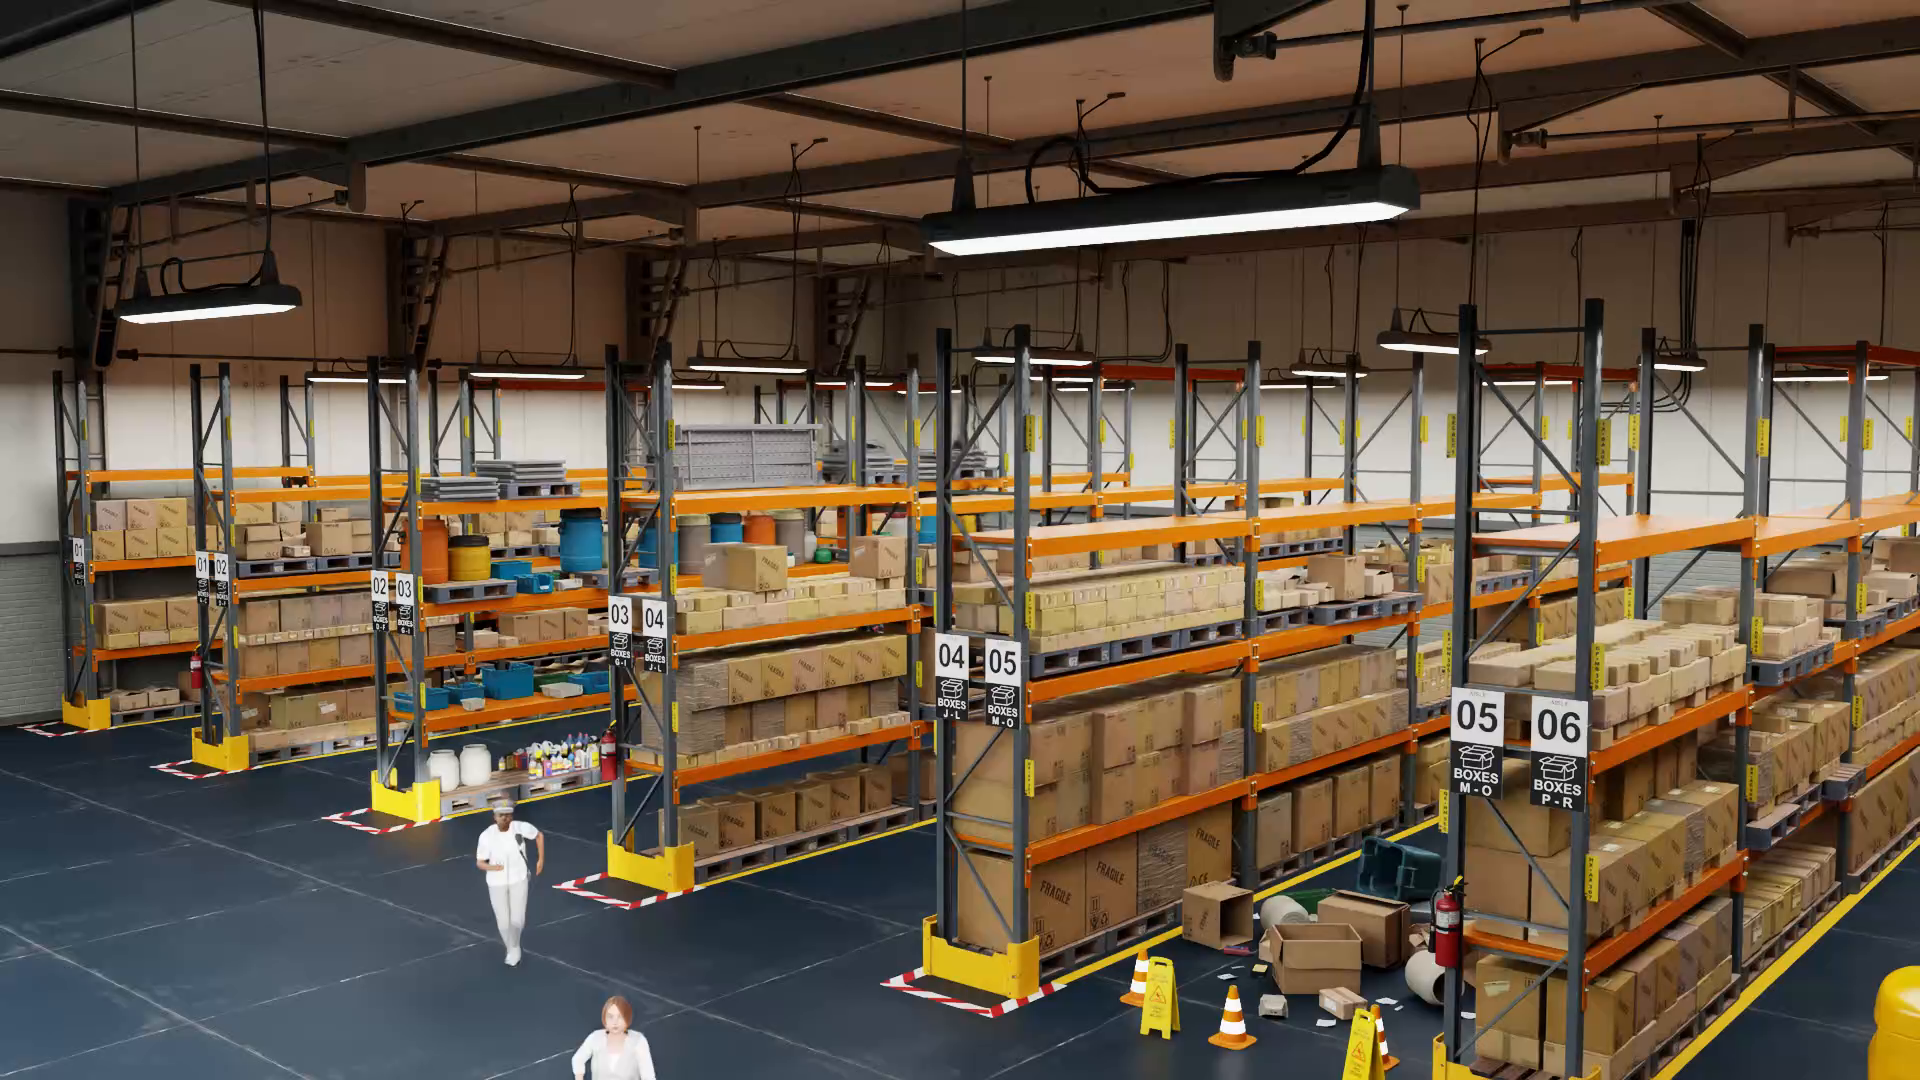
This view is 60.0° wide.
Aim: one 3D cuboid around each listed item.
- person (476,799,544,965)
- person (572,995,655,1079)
[{"bbox_3d":[-4.194,3.205,15.531,0.611,1.640,0.750,-1,4,-15],"label":"person"},{"bbox_3d":[-2.149,3.617,10.323,0.508,1.587,0.657,-1,4,-11],"label":"person"}]
